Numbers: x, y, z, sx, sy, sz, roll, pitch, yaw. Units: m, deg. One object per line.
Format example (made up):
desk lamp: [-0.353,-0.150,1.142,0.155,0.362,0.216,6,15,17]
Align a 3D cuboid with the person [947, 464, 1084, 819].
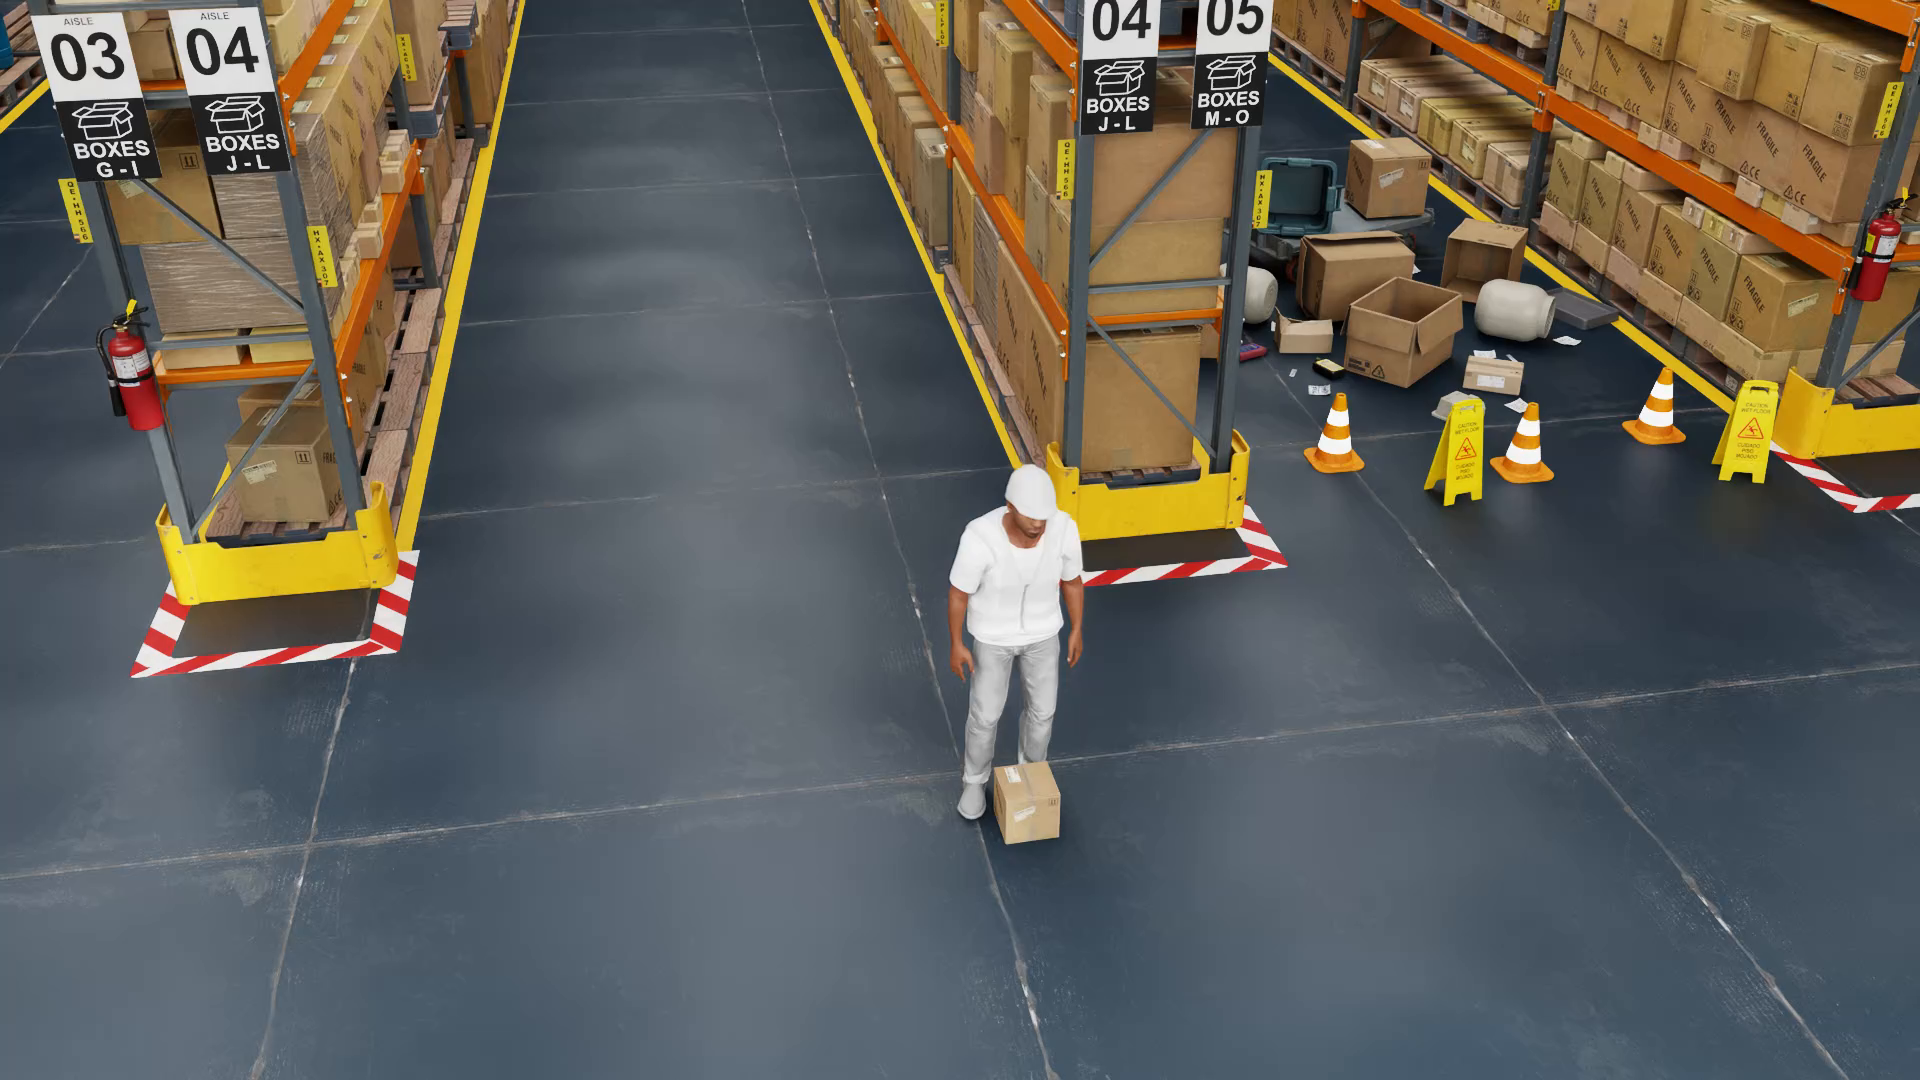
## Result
person: [0.256,0.435,7.387,0.628,1.755,0.461,-7,31,-12]
